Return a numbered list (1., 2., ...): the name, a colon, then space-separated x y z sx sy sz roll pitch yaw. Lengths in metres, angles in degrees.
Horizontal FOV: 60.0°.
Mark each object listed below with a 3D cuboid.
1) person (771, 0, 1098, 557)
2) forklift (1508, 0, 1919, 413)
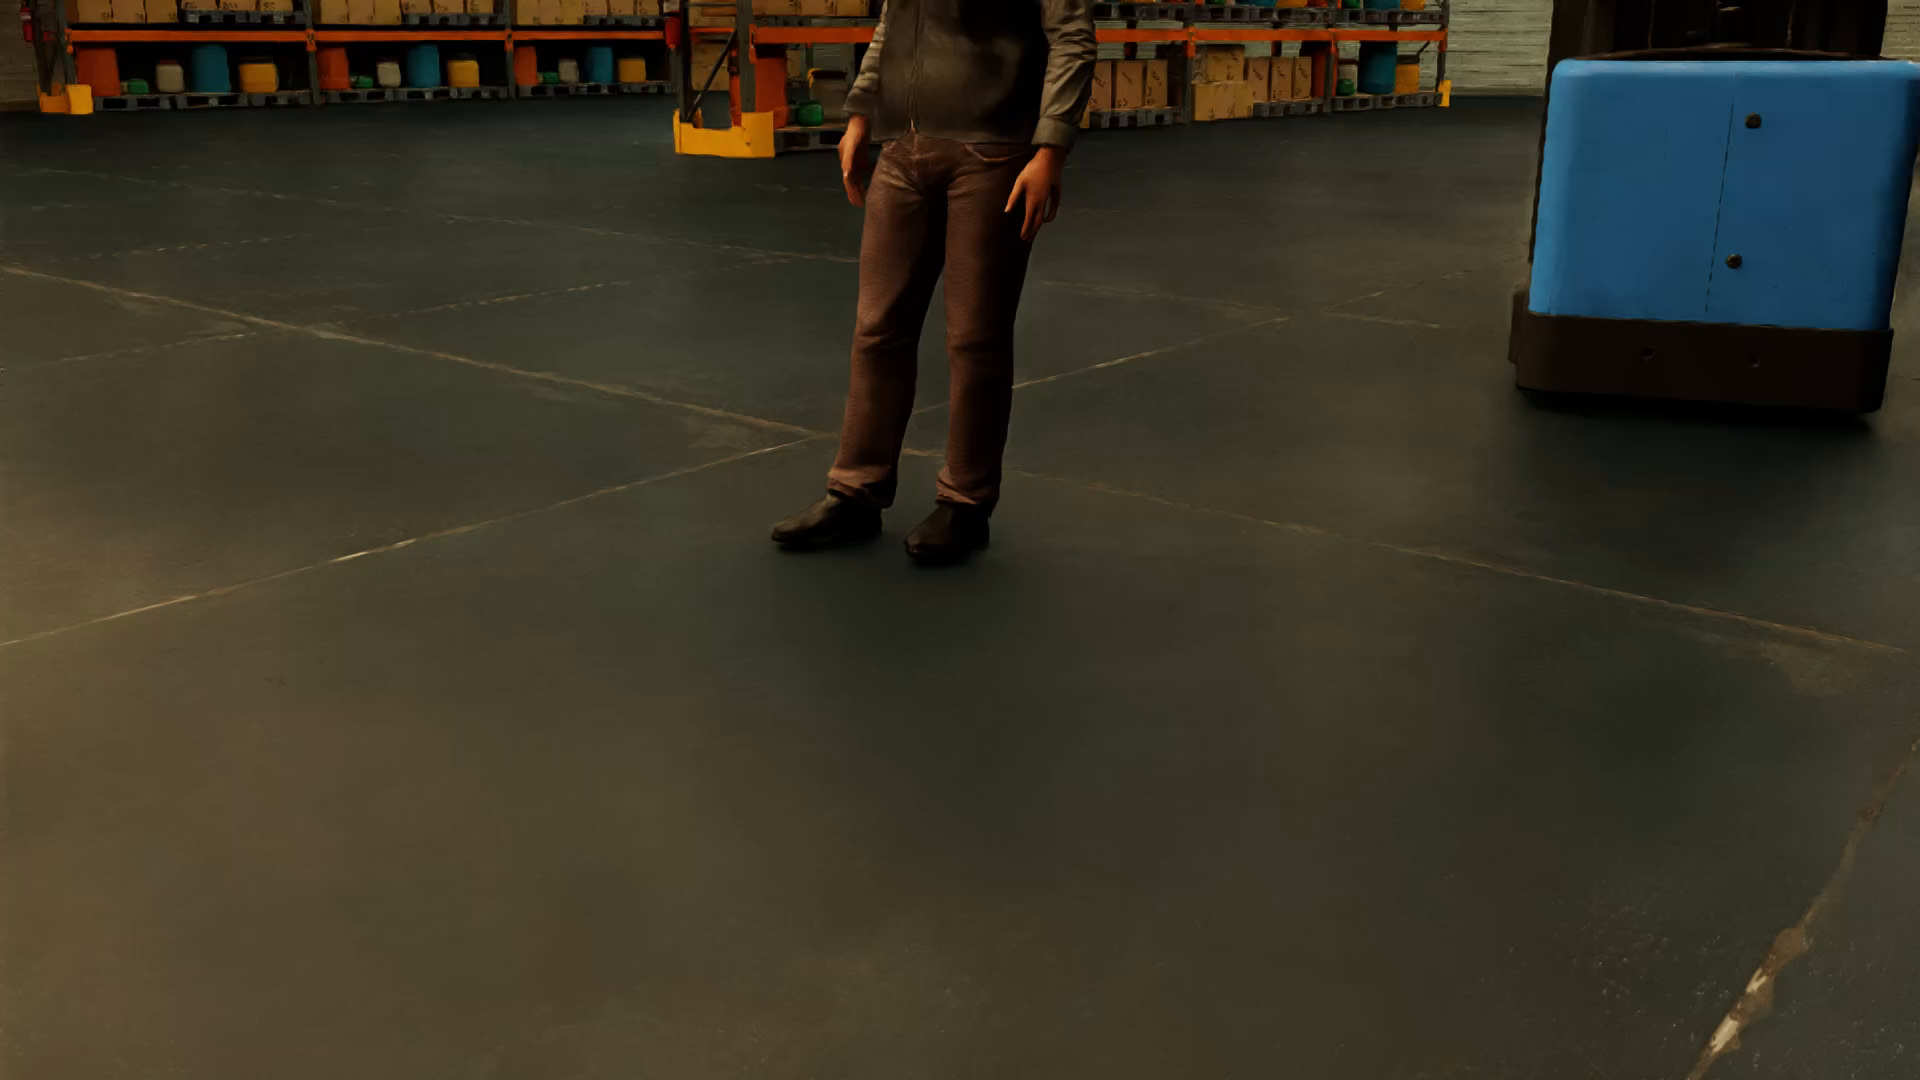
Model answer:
1. person: -0.046 -0.818 3.649 0.632 1.720 0.567 13 21 37
2. forklift: 2.760 -2.175 6.061 1.130 2.935 3.031 6 18 19
